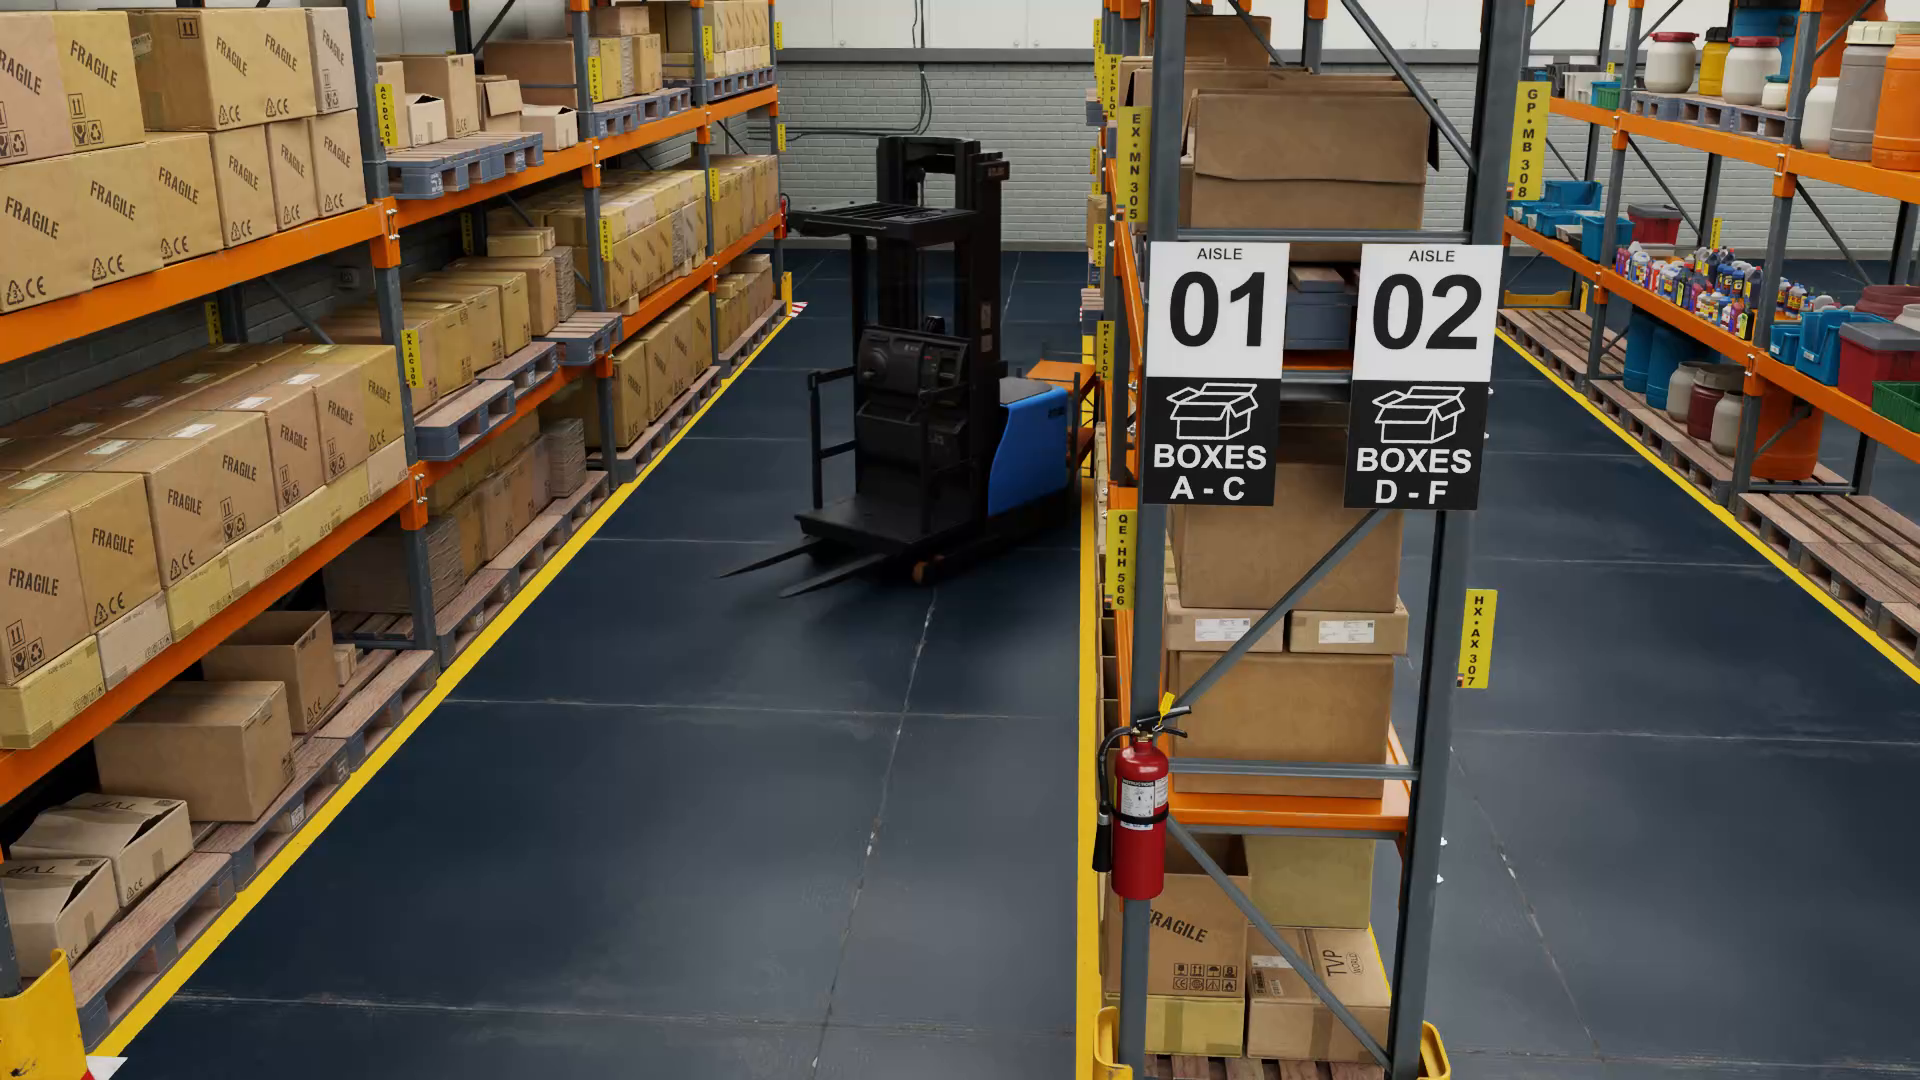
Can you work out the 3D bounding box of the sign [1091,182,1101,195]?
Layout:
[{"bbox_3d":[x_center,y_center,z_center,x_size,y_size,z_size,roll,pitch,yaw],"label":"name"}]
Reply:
[{"bbox_3d":[1.363,-3.406,16.610,0.100,0.325,0.005,1,18,4],"label":"sign"}]

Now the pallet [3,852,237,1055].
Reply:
[{"bbox_3d":[-3.798,1.683,6.949,1.003,0.211,1.213,1,18,4],"label":"pallet"}]

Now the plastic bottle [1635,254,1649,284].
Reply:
[{"bbox_3d":[6.370,-2.528,15.527,0.097,0.271,0.097,0,18,0],"label":"plastic bottle"}]

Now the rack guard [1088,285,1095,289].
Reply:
[{"bbox_3d":[2.186,-3.016,20.824,1.175,0.500,0.348,1,18,4],"label":"rack guard"}]

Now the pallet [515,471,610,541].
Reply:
[{"bbox_3d":[-3.381,-0.284,12.951,1.003,0.211,1.213,1,18,4],"label":"pallet"}]

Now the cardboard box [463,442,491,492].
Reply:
[{"bbox_3d":[-3.512,-0.515,11.280,0.500,0.250,0.500,1,18,2],"label":"cardboard box"}]

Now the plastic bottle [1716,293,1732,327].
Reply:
[{"bbox_3d":[6.218,-1.872,13.527,0.097,0.271,0.097,0,18,0],"label":"plastic bottle"}]

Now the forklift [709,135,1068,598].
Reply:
[{"bbox_3d":[-0.469,-1.251,11.534,1.130,2.935,3.031,13,22,35],"label":"forklift"}]

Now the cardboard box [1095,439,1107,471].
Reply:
[{"bbox_3d":[1.258,-0.583,12.224,0.500,0.311,0.500,1,18,3],"label":"cardboard box"}]

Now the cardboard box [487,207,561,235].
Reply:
[{"bbox_3d":[-3.550,-2.553,13.524,0.500,0.250,0.500,2,18,5],"label":"cardboard box"}]

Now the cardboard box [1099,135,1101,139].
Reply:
[{"bbox_3d":[1.866,-4.455,19.437,0.500,0.500,0.500,1,18,4],"label":"cardboard box"}]

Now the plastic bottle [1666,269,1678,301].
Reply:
[{"bbox_3d":[6.306,-2.252,14.684,0.097,0.271,0.097,0,18,0],"label":"plastic bottle"}]

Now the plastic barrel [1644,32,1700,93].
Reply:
[{"bbox_3d":[6.557,-4.405,15.339,0.433,0.535,0.433,0,18,0],"label":"plastic barrel"}]

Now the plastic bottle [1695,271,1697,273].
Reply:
[{"bbox_3d":[6.443,-2.218,14.582,0.097,0.271,0.097,0,18,0],"label":"plastic bottle"}]

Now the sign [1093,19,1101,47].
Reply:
[{"bbox_3d":[1.650,-6.080,19.940,0.100,0.325,0.005,1,18,4],"label":"sign"}]

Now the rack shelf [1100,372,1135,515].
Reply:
[{"bbox_3d":[1.474,-0.780,11.140,1.077,0.370,4.000,1,18,4],"label":"rack shelf"}]

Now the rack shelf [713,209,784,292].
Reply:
[{"bbox_3d":[-2.893,-3.374,19.057,1.077,0.370,4.000,1,18,4],"label":"rack shelf"}]

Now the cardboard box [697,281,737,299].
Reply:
[{"bbox_3d":[-2.674,-2.747,18.286,0.380,0.149,0.250,2,18,6],"label":"cardboard box"}]

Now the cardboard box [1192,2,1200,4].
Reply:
[{"bbox_3d":[2.078,-5.237,17.005,0.700,0.500,0.500,1,18,4],"label":"cardboard box"}]

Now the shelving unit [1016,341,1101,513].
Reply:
[{"bbox_3d":[0.787,-0.930,13.434,0.538,1.125,1.048,6,19,13],"label":"shelving unit"}]

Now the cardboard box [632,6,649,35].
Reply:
[{"bbox_3d":[-3.231,-4.862,15.556,0.500,0.250,0.500,3,18,8],"label":"cardboard box"}]

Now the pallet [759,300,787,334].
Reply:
[{"bbox_3d":[-2.729,-2.761,20.512,1.003,0.211,1.213,1,18,4],"label":"pallet"}]

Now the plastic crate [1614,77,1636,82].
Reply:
[{"bbox_3d":[7.346,-5.128,18.777,0.450,0.188,0.336,1,18,4],"label":"plastic crate"}]

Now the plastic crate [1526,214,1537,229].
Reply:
[{"bbox_3d":[6.631,-3.641,19.044,0.250,0.136,0.298,1,18,4],"label":"plastic crate"}]

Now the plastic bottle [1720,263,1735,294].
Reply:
[{"bbox_3d":[6.941,-2.368,15.038,0.097,0.271,0.097,0,18,0],"label":"plastic bottle"}]

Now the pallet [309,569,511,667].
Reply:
[{"bbox_3d":[-3.556,0.474,10.639,1.003,0.211,1.213,1,18,4],"label":"pallet"}]

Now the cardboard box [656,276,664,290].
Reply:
[{"bbox_3d":[-2.944,-2.397,15.293,0.380,0.149,0.250,2,18,6],"label":"cardboard box"}]

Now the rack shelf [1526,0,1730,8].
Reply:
[{"bbox_3d":[6.988,-5.813,17.510,1.077,0.370,4.000,1,18,4],"label":"rack shelf"}]

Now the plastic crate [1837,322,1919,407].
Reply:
[{"bbox_3d":[6.137,-1.166,11.062,0.402,0.464,0.583,1,18,4],"label":"plastic crate"}]

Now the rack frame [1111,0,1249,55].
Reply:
[{"bbox_3d":[1.618,-4.593,11.990,1.000,3.000,0.127,1,18,4],"label":"rack frame"}]

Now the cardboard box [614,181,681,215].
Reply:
[{"bbox_3d":[-2.898,-3.181,15.440,0.500,0.250,0.500,2,18,5],"label":"cardboard box"}]

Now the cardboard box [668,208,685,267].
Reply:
[{"bbox_3d":[-2.890,-2.829,15.570,0.500,0.500,0.500,1,18,4],"label":"cardboard box"}]

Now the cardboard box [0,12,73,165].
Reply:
[{"bbox_3d":[-3.541,-1.594,5.854,0.500,0.500,0.500,1,18,3],"label":"cardboard box"}]

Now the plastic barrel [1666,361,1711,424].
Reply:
[{"bbox_3d":[6.608,-1.329,14.981,0.421,0.512,0.421,0,18,0],"label":"plastic barrel"}]

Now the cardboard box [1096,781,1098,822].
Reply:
[{"bbox_3d":[0.883,1.210,7.655,0.500,0.250,0.500,1,18,4],"label":"cardboard box"}]

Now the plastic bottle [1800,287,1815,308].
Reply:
[{"bbox_3d":[7.016,-1.959,13.770,0.061,0.283,0.133,1,18,4],"label":"plastic bottle"}]

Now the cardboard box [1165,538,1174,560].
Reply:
[{"bbox_3d":[0.917,0.103,6.090,0.380,0.149,0.250,1,18,3],"label":"cardboard box"}]

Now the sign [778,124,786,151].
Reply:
[{"bbox_3d":[-2.210,-4.983,20.573,0.100,0.325,0.005,1,18,4],"label":"sign"}]

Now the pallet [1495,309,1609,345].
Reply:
[{"bbox_3d":[7.034,-2.535,19.821,1.003,0.211,1.213,1,18,4],"label":"pallet"}]

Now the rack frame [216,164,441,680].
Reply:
[{"bbox_3d":[-3.610,-0.610,9.466,1.000,3.000,0.127,1,18,4],"label":"rack frame"}]

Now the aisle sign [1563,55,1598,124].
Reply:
[{"bbox_3d":[7.429,-5.367,19.809,0.394,0.787,0.004,1,18,4],"label":"aisle sign"}]

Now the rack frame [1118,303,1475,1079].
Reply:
[{"bbox_3d":[1.044,0.742,5.341,1.000,3.000,0.127,1,18,4],"label":"rack frame"}]

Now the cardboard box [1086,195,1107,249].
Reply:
[{"bbox_3d":[1.647,-3.090,16.201,0.700,0.500,0.500,-5,19,-15],"label":"cardboard box"}]

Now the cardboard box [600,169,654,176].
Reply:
[{"bbox_3d":[-3.330,-3.512,16.449,0.500,0.250,0.500,2,18,6],"label":"cardboard box"}]

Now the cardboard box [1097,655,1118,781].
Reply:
[{"bbox_3d":[0.880,0.853,7.538,0.500,0.500,0.500,1,18,4],"label":"cardboard box"}]

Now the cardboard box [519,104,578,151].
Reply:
[{"bbox_3d":[-3.106,-3.015,12.101,0.500,0.311,0.500,1,18,4],"label":"cardboard box"}]

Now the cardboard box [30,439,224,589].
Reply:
[{"bbox_3d":[-3.474,-0.117,6.968,0.500,0.500,0.500,1,18,2],"label":"cardboard box"}]

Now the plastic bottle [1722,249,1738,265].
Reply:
[{"bbox_3d":[7.092,-2.500,15.313,0.144,0.351,0.185,1,18,4],"label":"plastic bottle"}]

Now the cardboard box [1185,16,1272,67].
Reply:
[{"bbox_3d":[1.414,-2.601,9.089,0.500,0.500,0.500,2,18,5],"label":"cardboard box"}]

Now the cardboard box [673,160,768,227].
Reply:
[{"bbox_3d":[-2.818,-4.094,19.619,0.980,0.700,0.700,1,18,3],"label":"cardboard box"}]

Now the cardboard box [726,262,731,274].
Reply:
[{"bbox_3d":[-2.945,-3.245,19.808,0.380,0.149,0.250,1,18,4],"label":"cardboard box"}]

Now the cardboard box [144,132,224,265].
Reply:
[{"bbox_3d":[-3.499,-1.442,6.998,0.500,0.500,0.500,2,18,7],"label":"cardboard box"}]

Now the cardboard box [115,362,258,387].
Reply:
[{"bbox_3d":[-3.893,-0.602,8.449,0.500,0.500,0.500,1,18,4],"label":"cardboard box"}]
